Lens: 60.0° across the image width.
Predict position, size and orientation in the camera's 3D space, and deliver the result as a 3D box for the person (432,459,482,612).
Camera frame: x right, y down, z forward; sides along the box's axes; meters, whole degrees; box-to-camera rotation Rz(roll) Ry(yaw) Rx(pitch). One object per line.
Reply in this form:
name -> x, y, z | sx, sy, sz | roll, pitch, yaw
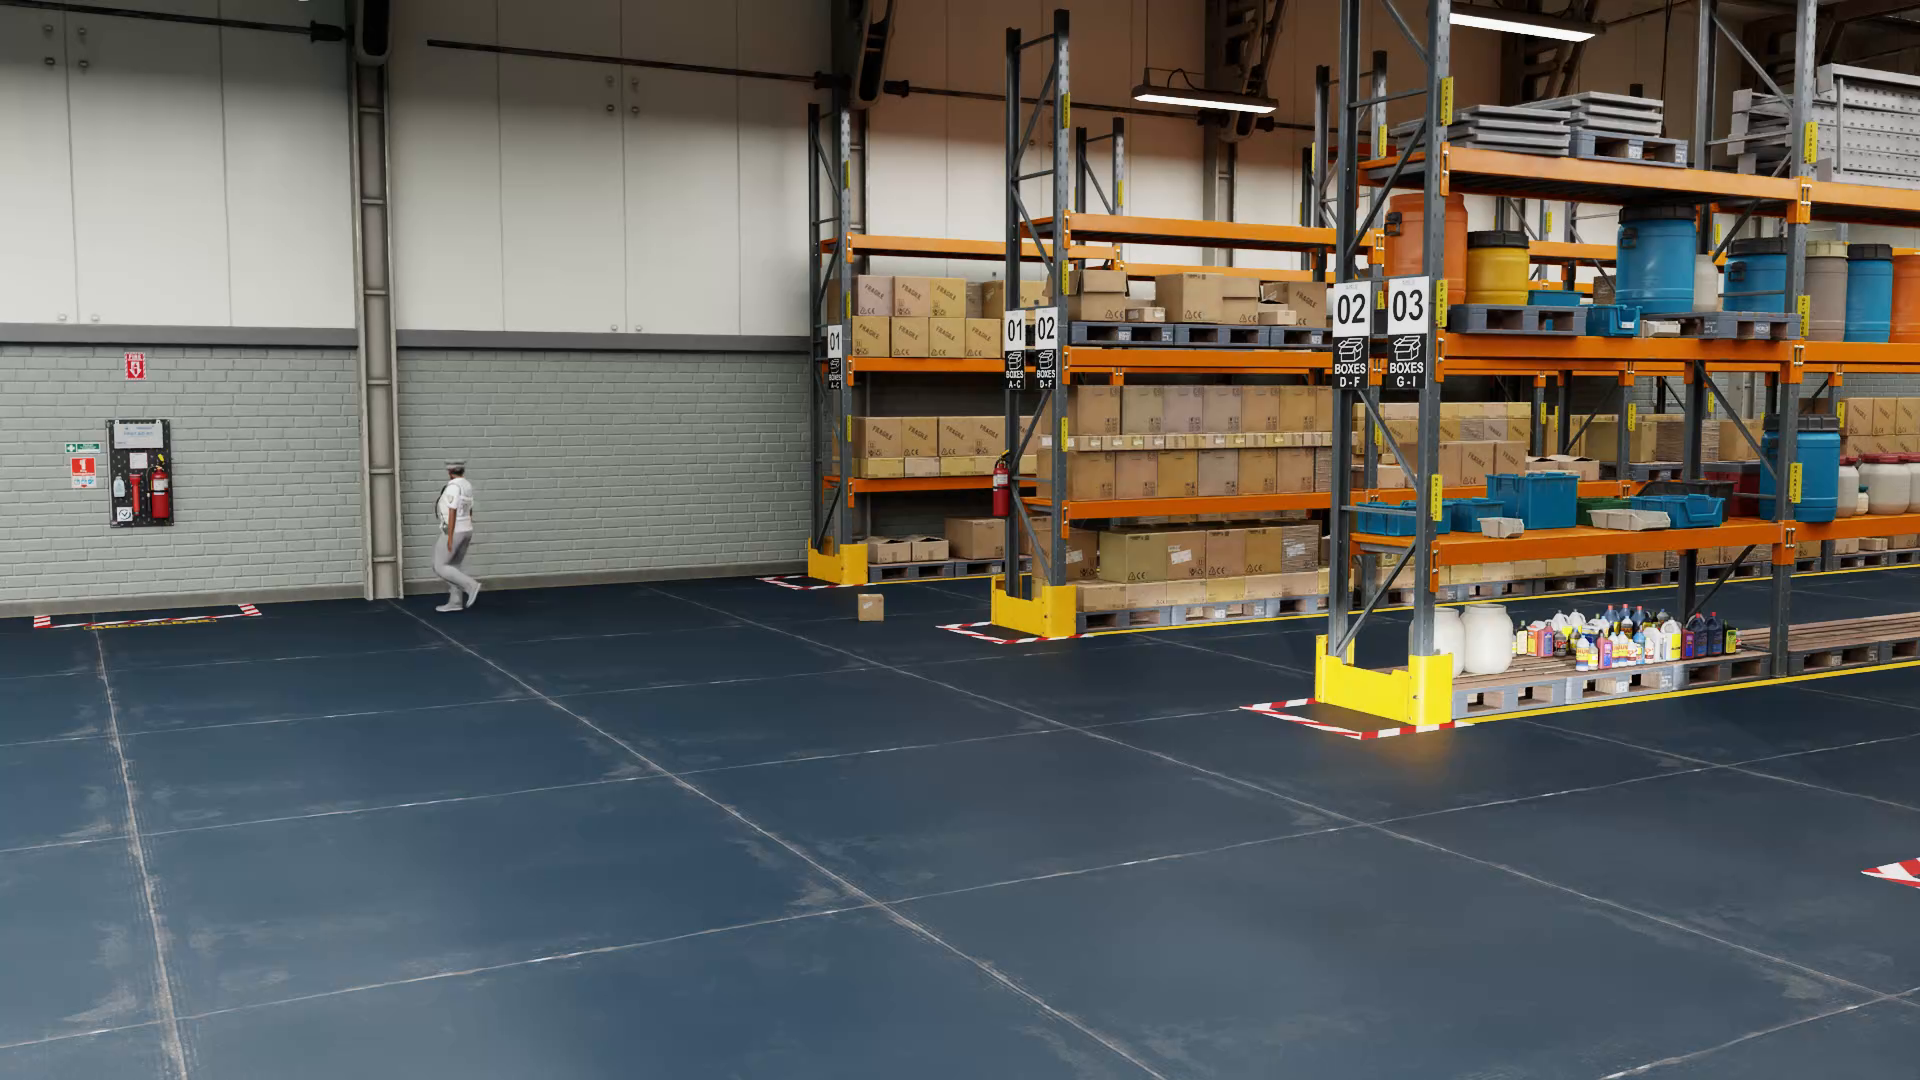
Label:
person -> -5.407, -0.045, 17.857 | 0.555, 1.656, 0.469 | 1, 5, 8
